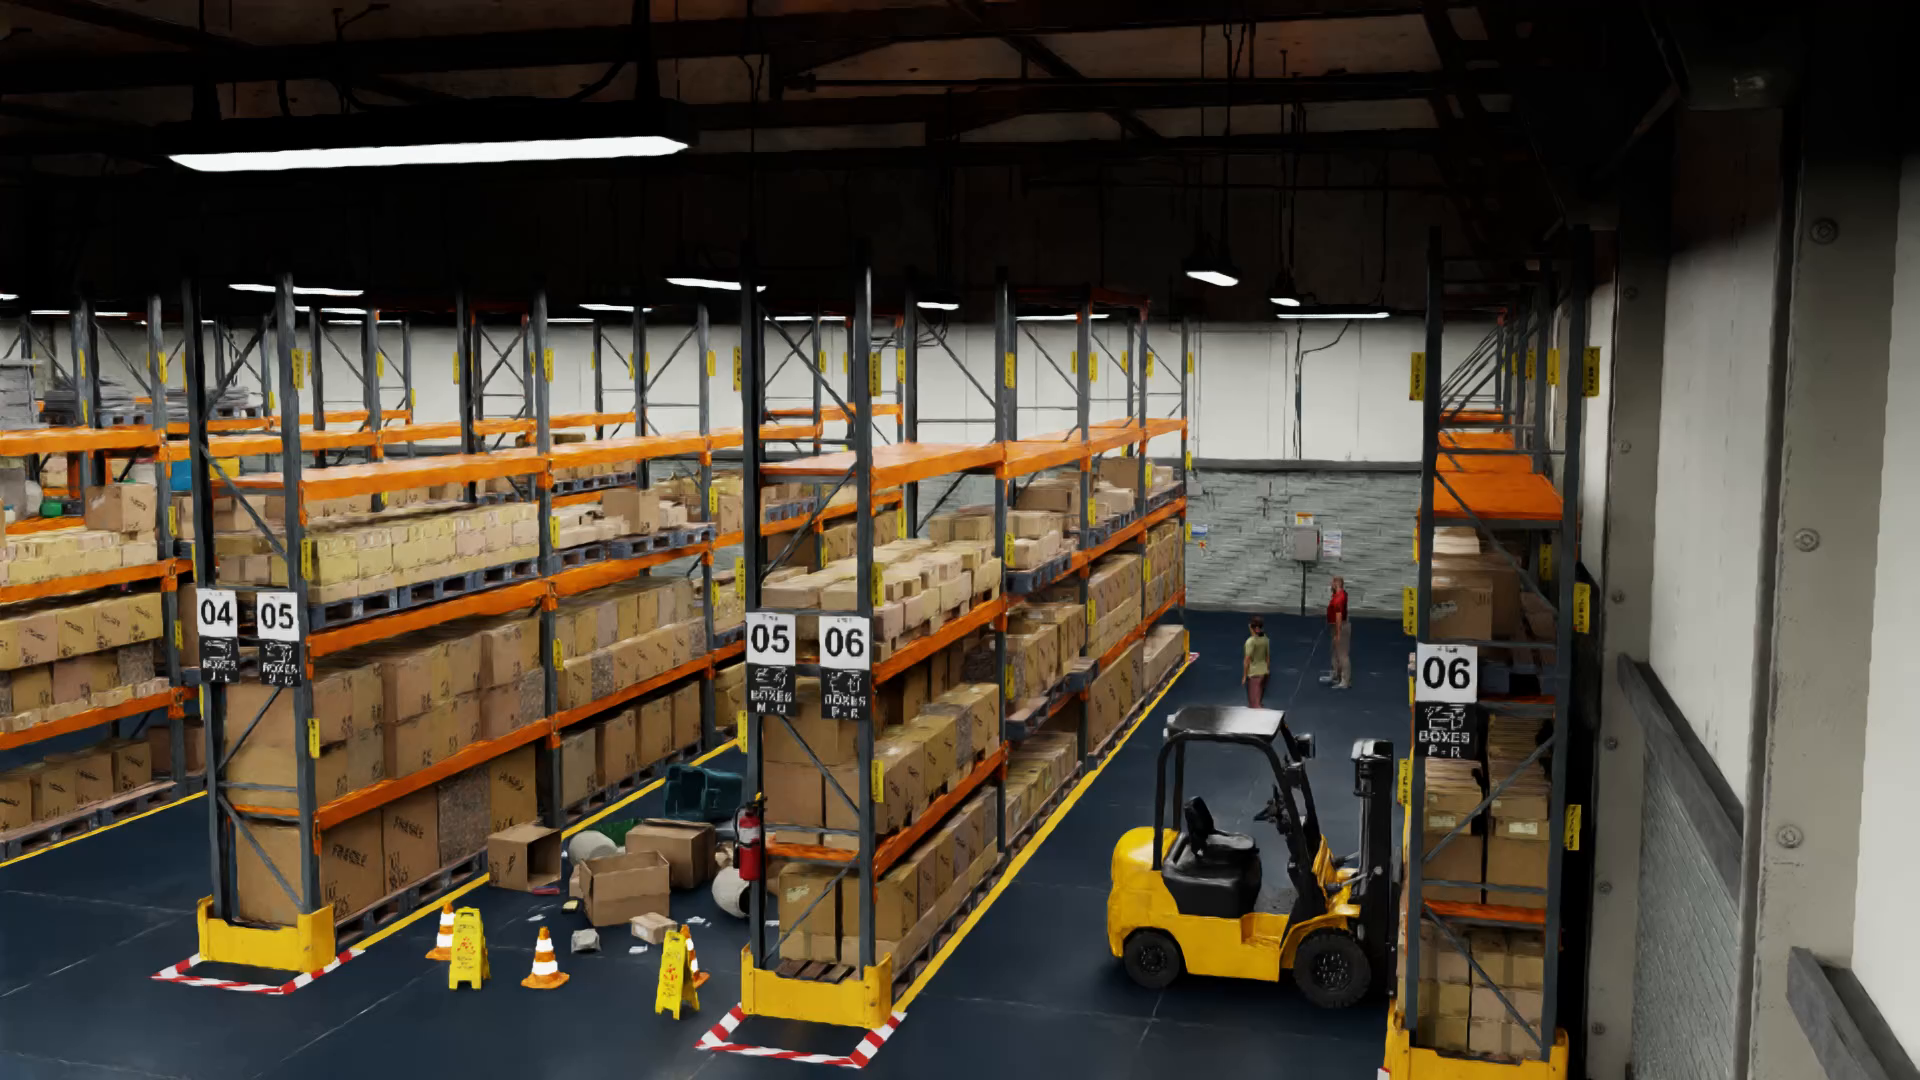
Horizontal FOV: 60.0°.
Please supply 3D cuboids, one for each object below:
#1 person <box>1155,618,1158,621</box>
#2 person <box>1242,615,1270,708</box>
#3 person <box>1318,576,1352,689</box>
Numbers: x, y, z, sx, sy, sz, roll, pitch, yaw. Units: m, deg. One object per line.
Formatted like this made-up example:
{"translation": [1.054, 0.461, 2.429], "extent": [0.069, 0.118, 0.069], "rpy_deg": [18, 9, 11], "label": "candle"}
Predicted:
{"translation": [3.553, 0.771, 32.095], "extent": [0.553, 1.633, 0.536], "rpy_deg": [-5, 8, -37], "label": "person"}
{"translation": [3.933, 1.828, 22.307], "extent": [0.564, 1.666, 0.560], "rpy_deg": [6, 9, 43], "label": "person"}
{"translation": [5.838, 1.407, 25.799], "extent": [0.534, 1.730, 0.723], "rpy_deg": [2, 7, 16], "label": "person"}
